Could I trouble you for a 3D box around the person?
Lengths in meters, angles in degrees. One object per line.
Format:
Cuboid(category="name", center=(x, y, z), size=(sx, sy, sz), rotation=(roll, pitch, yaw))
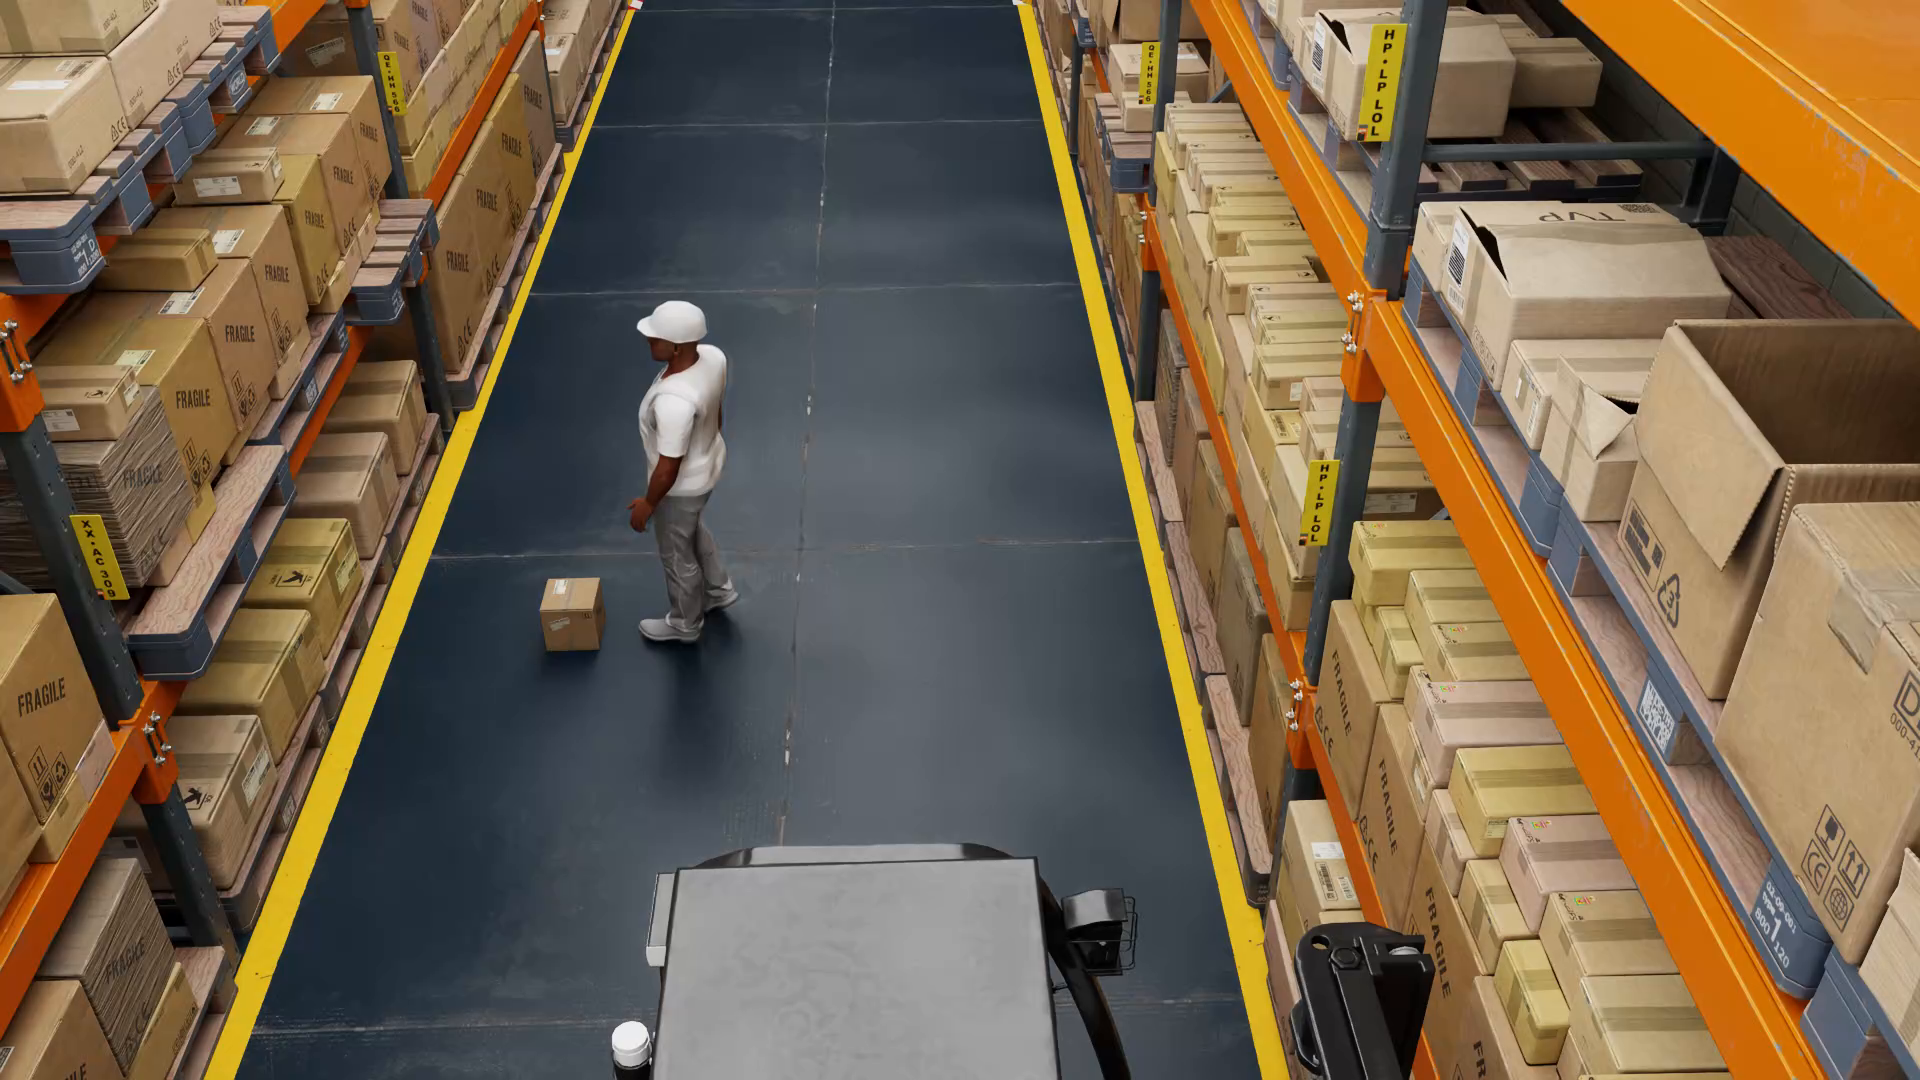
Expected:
Cuboid(category="person", center=(-1.296, -0.282, 7.561), size=(0.487, 1.809, 0.620), rotation=(7, 36, 9))
